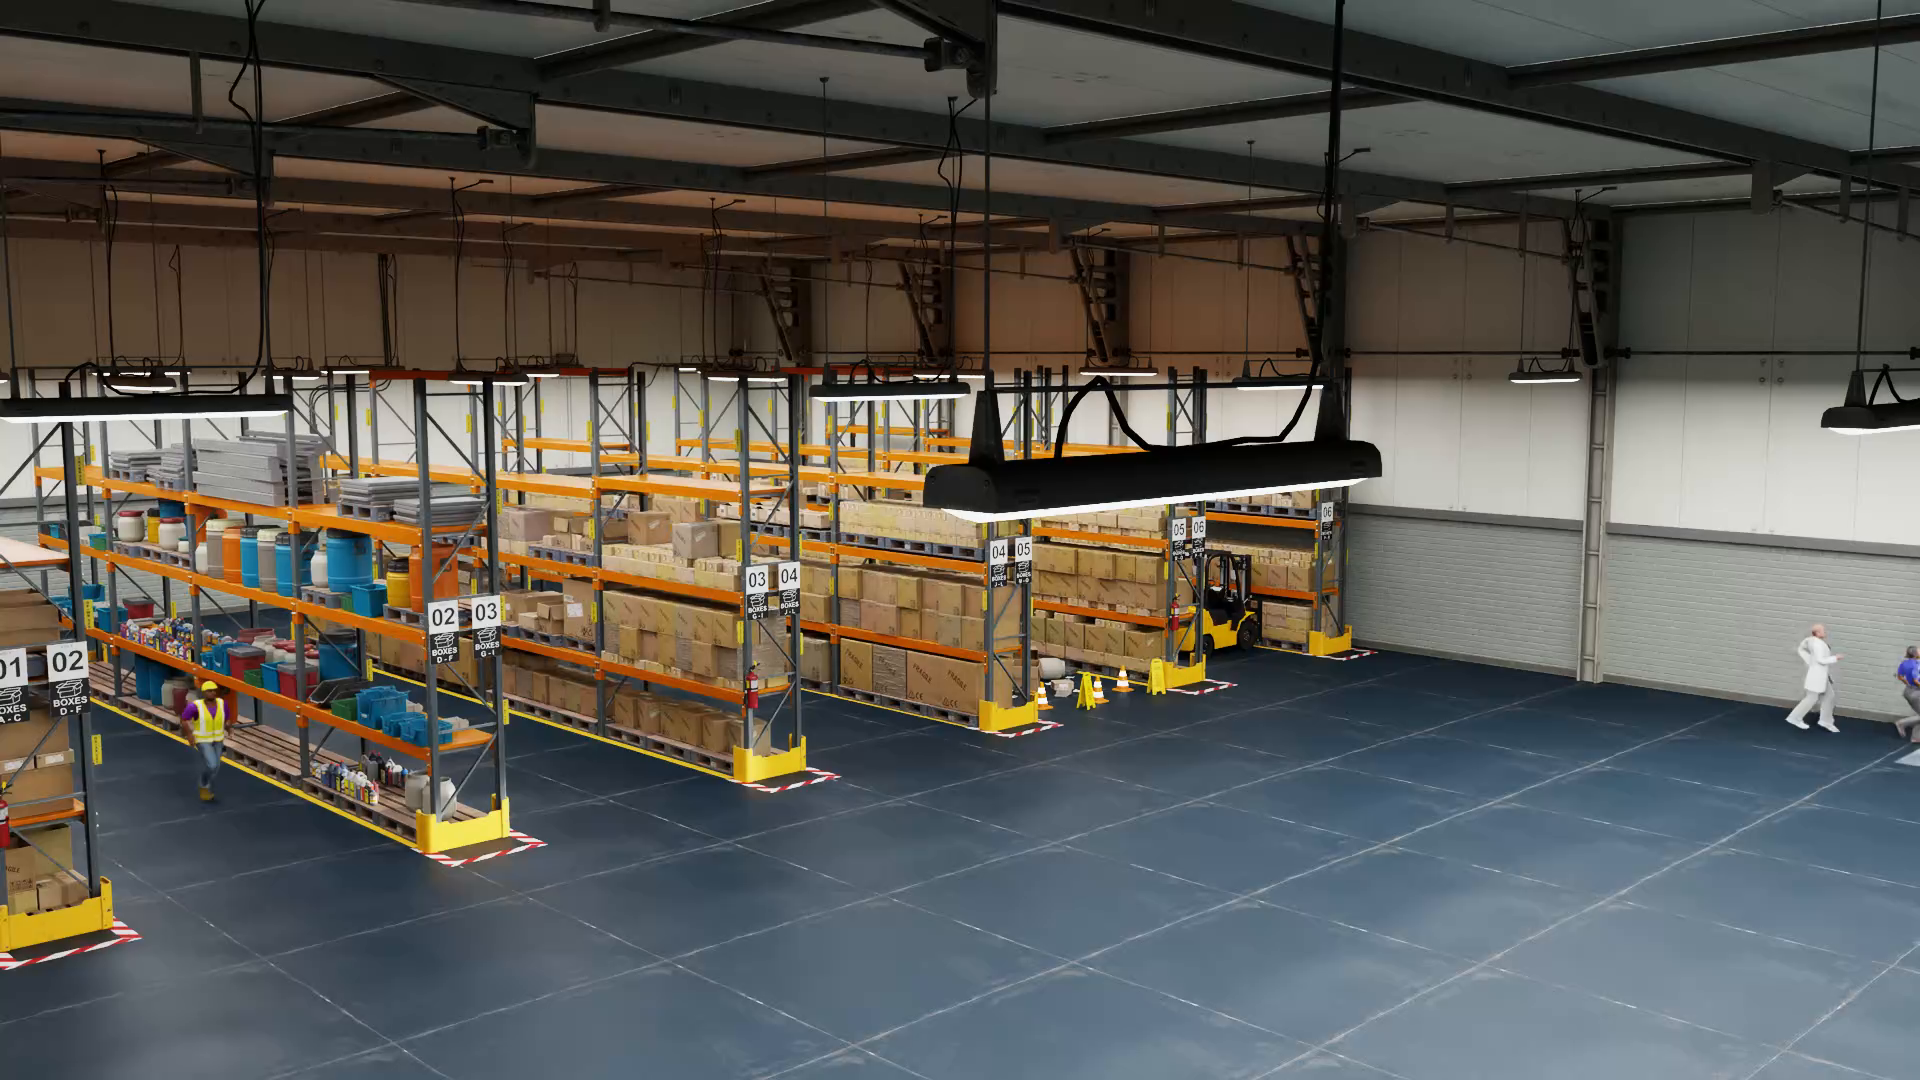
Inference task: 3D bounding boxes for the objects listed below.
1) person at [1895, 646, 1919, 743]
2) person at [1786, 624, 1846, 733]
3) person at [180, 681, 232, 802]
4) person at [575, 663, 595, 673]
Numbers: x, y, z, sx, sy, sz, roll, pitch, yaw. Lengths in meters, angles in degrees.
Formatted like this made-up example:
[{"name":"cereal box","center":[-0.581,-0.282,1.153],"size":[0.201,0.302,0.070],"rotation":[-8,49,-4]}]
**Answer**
[{"name":"person","center":[15.420,2.507,26.905],"size":[0.620,1.586,0.567],"rotation":[0,6,1]},{"name":"person","center":[14.281,2.308,27.741],"size":[0.832,1.831,0.685],"rotation":[3,7,25]},{"name":"person","center":[-10.549,2.823,23.421],"size":[0.715,1.712,0.619],"rotation":[5,8,37]},{"name":"person","center":[-7.135,1.995,31.731],"size":[0.547,1.529,0.502],"rotation":[5,8,39]}]
